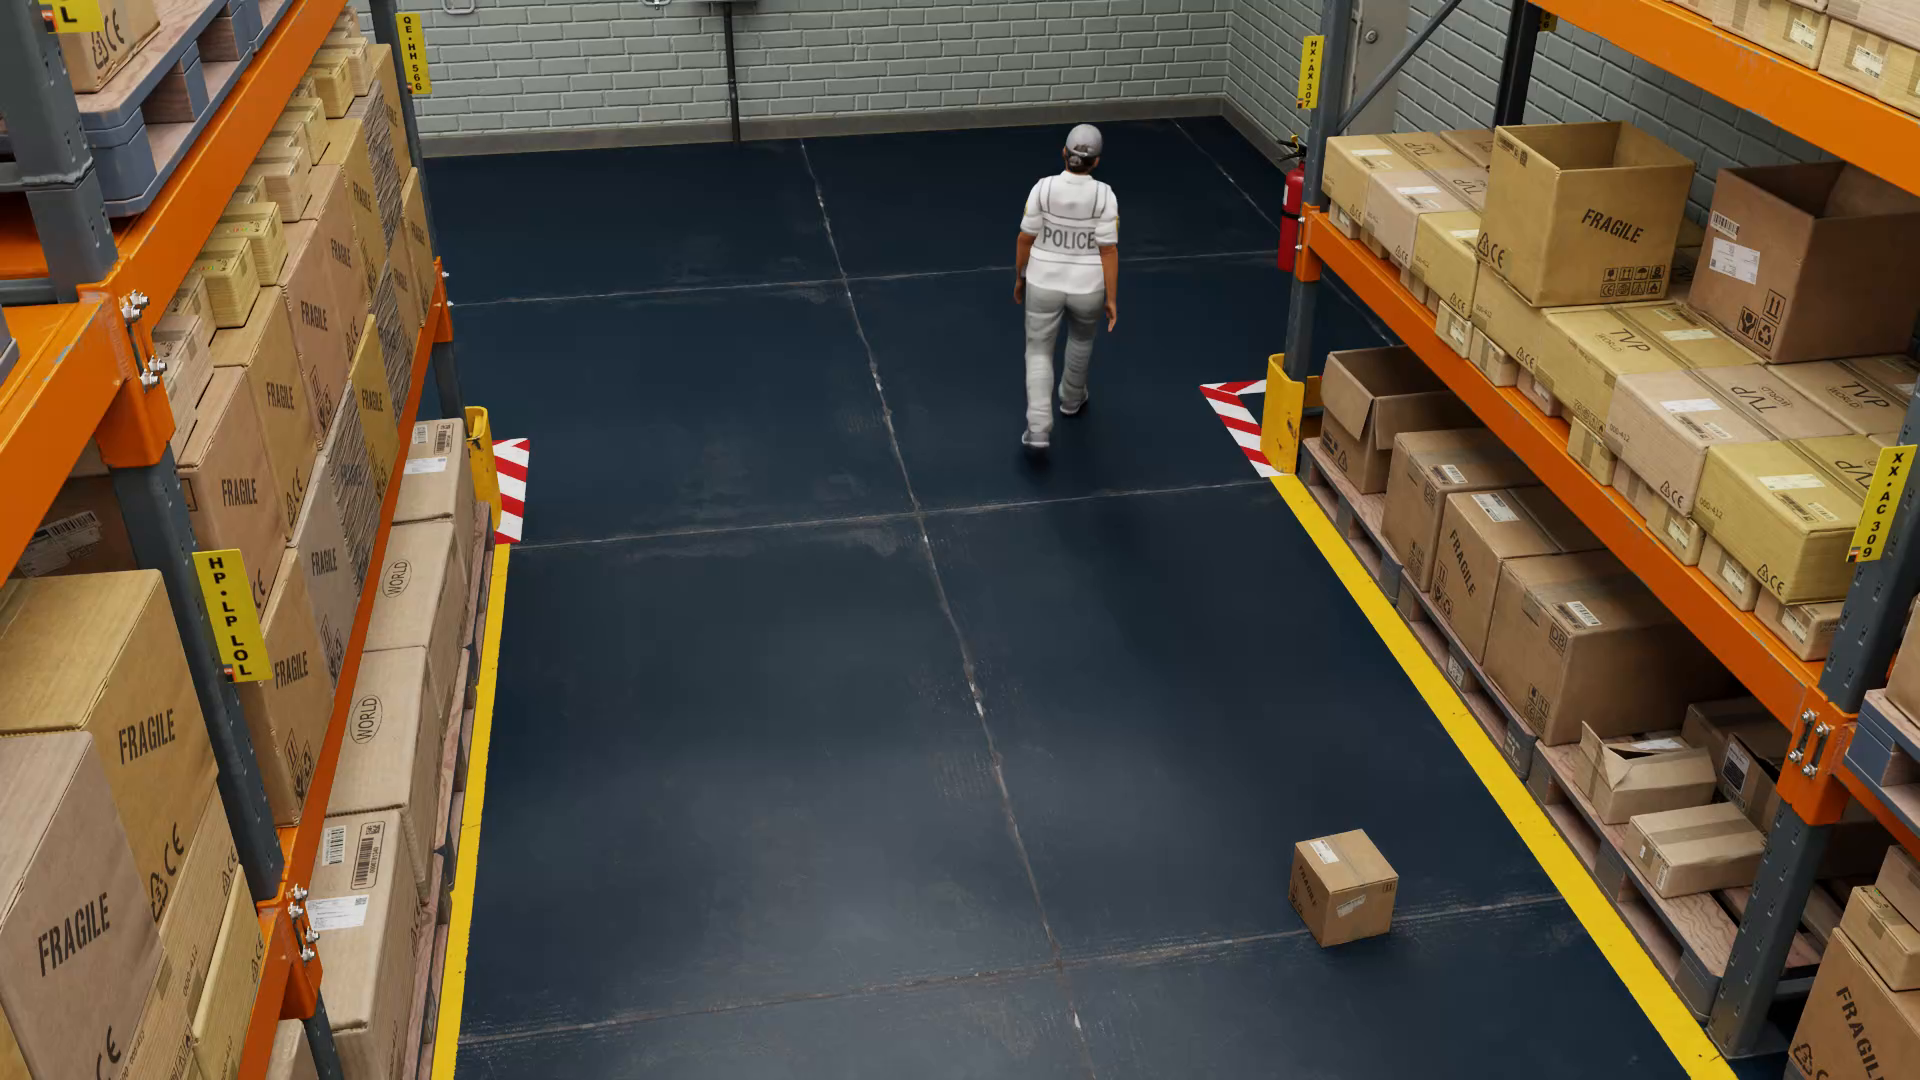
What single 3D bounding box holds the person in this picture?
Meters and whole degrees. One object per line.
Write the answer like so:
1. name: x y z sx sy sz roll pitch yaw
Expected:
1. person: 0.524 -1.265 8.259 0.512 1.615 0.939 1 31 2
